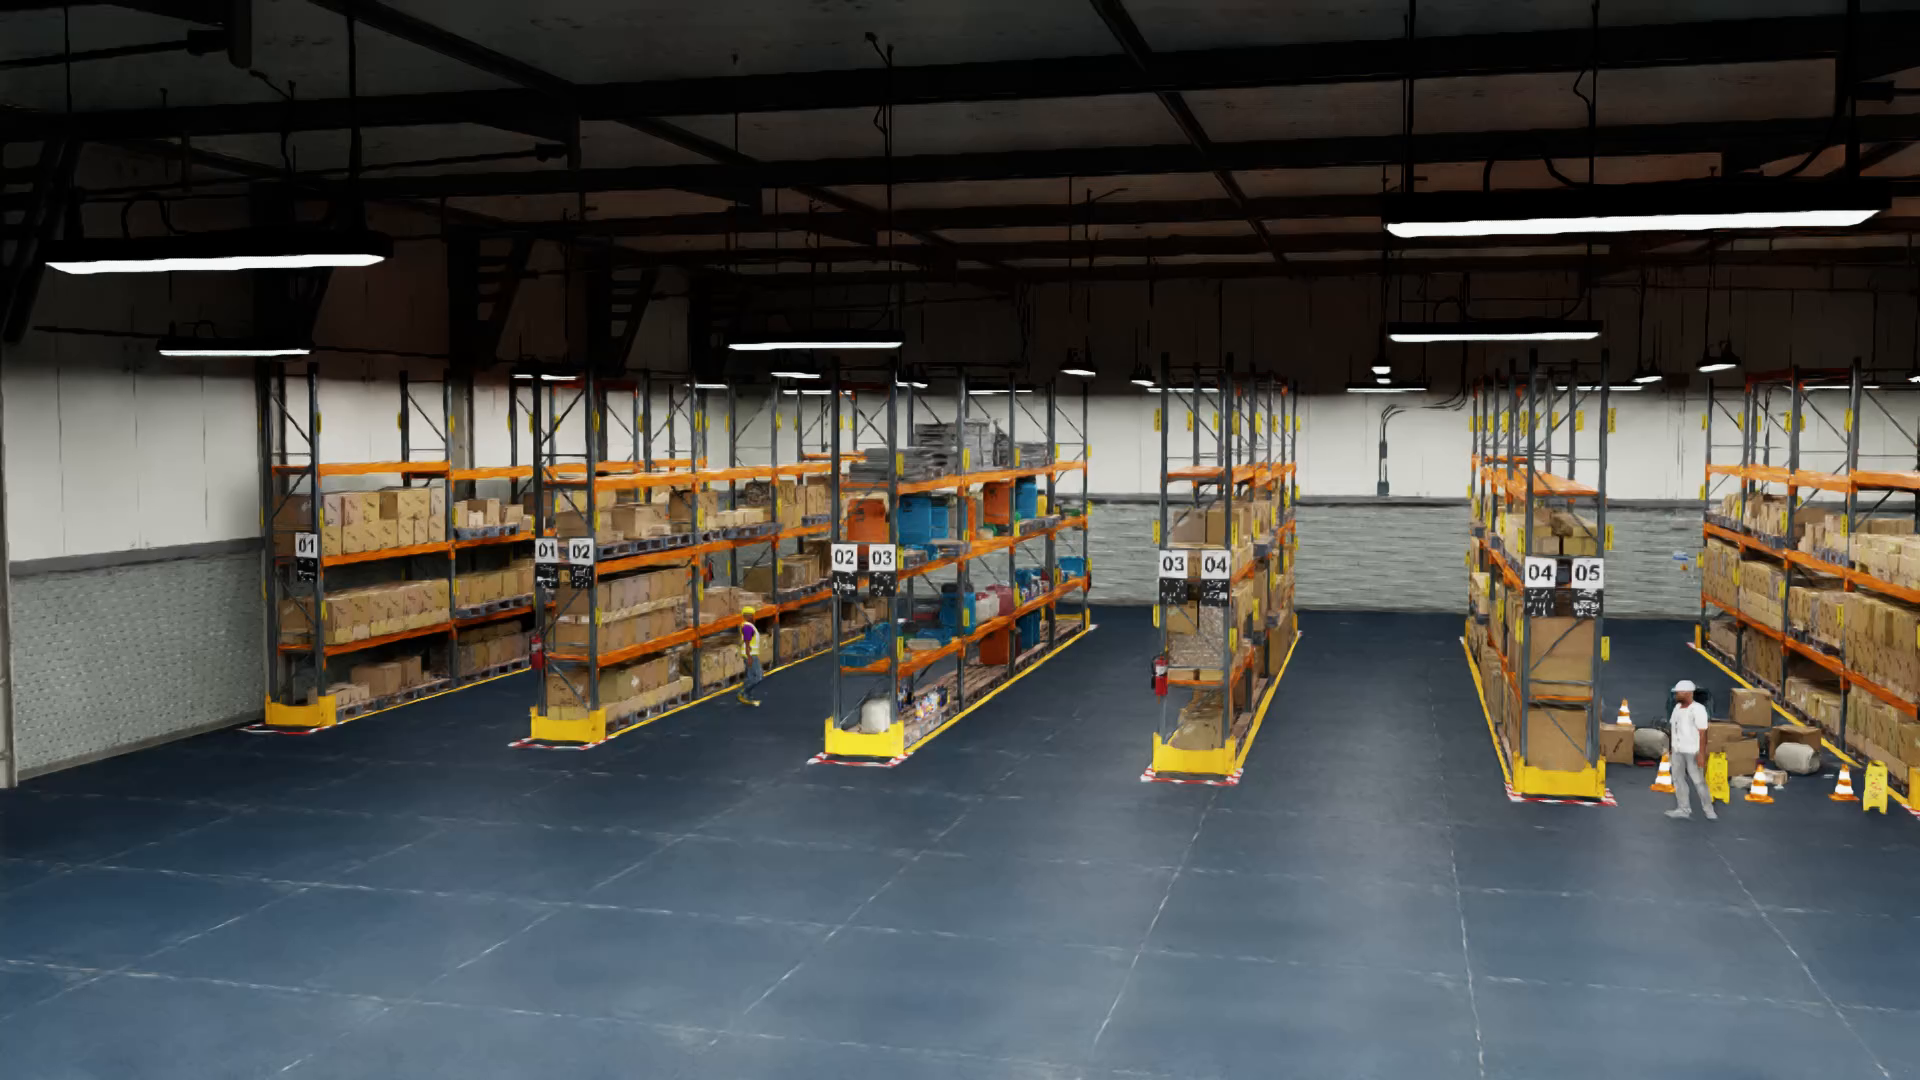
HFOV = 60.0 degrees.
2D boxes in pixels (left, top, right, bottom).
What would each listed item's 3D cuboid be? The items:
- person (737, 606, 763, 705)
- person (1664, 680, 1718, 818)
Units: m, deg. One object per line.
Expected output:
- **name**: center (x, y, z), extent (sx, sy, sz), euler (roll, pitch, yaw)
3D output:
- **person**: center (-3.738, 2.048, 29.452), extent (0.457, 1.763, 0.609), euler (-1, 4, -12)
- **person**: center (9.285, 2.649, 21.108), extent (0.550, 1.758, 0.661), euler (-1, 4, -14)
